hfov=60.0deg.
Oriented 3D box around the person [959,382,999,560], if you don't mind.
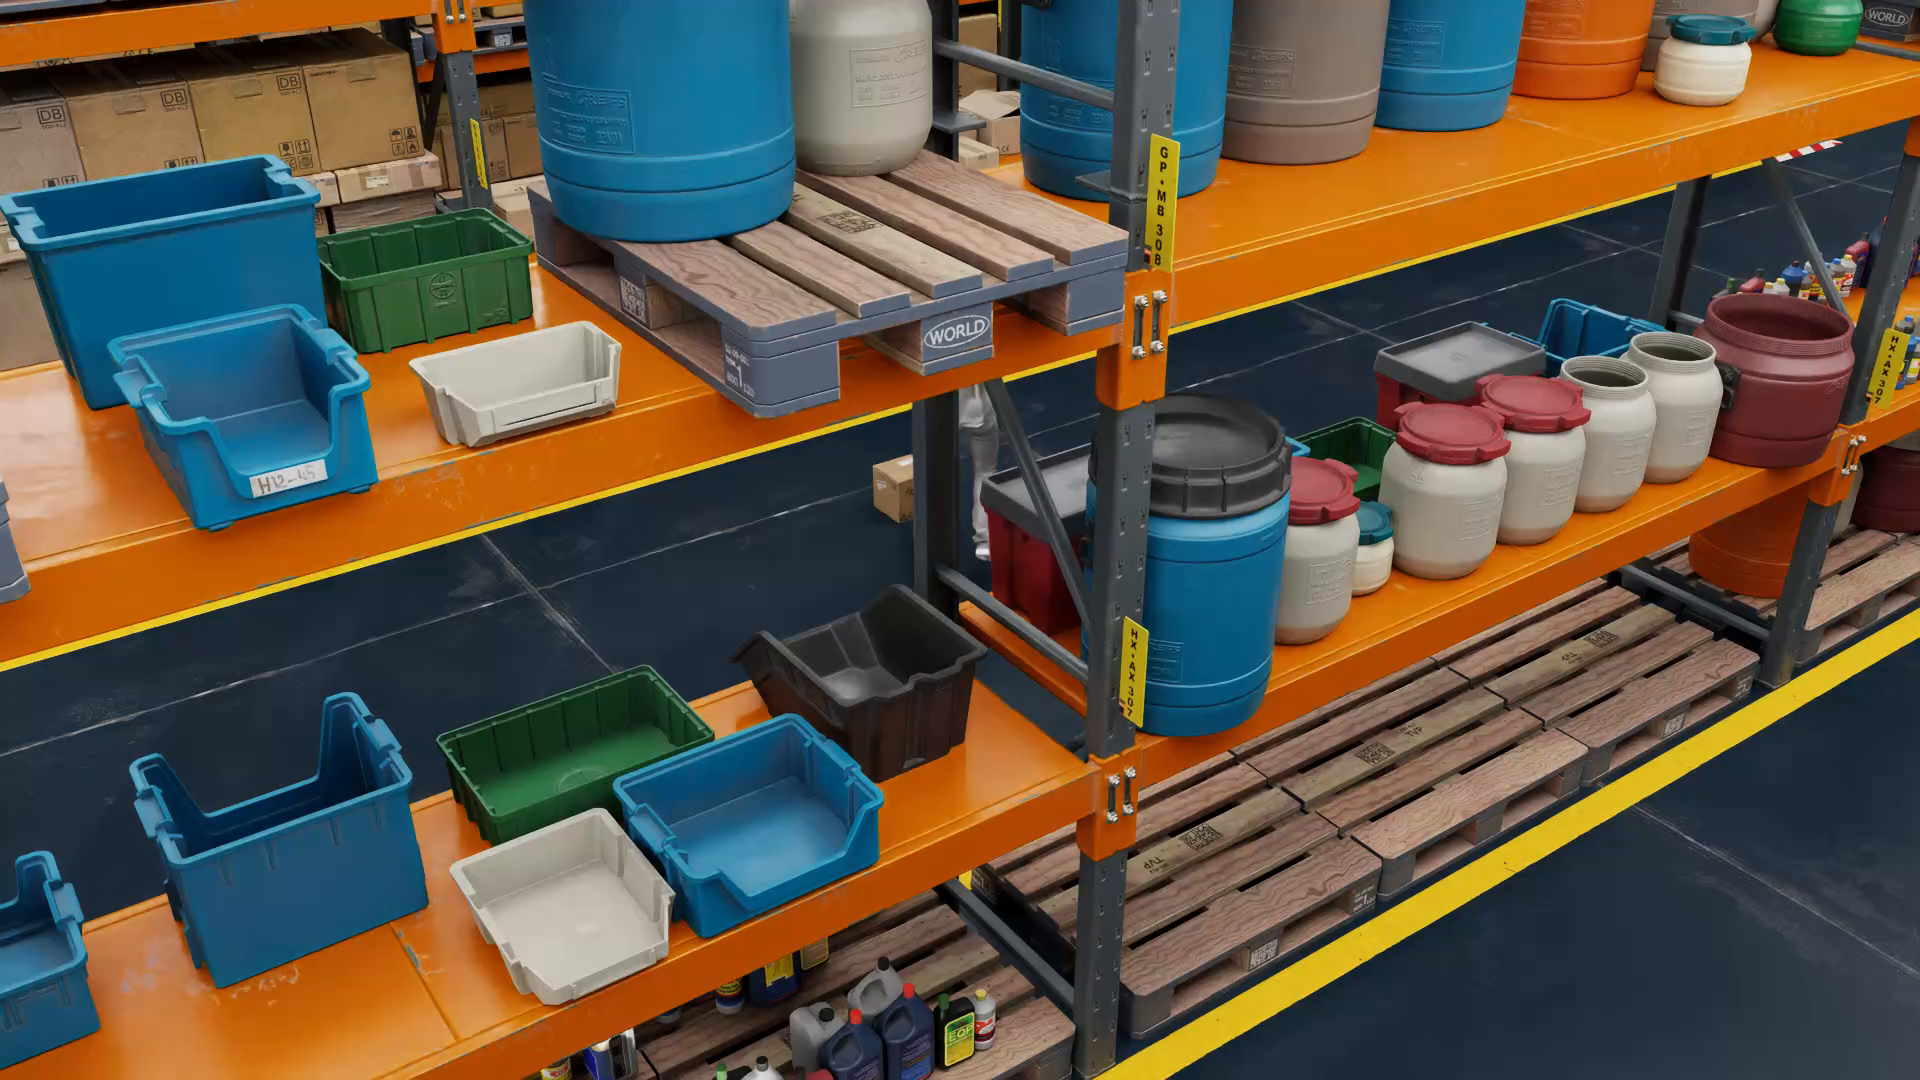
[{"bbox_3d":[0.018,-0.622,8.247,0.419,1.558,0.778,-3,29,-5],"label":"person"}]
